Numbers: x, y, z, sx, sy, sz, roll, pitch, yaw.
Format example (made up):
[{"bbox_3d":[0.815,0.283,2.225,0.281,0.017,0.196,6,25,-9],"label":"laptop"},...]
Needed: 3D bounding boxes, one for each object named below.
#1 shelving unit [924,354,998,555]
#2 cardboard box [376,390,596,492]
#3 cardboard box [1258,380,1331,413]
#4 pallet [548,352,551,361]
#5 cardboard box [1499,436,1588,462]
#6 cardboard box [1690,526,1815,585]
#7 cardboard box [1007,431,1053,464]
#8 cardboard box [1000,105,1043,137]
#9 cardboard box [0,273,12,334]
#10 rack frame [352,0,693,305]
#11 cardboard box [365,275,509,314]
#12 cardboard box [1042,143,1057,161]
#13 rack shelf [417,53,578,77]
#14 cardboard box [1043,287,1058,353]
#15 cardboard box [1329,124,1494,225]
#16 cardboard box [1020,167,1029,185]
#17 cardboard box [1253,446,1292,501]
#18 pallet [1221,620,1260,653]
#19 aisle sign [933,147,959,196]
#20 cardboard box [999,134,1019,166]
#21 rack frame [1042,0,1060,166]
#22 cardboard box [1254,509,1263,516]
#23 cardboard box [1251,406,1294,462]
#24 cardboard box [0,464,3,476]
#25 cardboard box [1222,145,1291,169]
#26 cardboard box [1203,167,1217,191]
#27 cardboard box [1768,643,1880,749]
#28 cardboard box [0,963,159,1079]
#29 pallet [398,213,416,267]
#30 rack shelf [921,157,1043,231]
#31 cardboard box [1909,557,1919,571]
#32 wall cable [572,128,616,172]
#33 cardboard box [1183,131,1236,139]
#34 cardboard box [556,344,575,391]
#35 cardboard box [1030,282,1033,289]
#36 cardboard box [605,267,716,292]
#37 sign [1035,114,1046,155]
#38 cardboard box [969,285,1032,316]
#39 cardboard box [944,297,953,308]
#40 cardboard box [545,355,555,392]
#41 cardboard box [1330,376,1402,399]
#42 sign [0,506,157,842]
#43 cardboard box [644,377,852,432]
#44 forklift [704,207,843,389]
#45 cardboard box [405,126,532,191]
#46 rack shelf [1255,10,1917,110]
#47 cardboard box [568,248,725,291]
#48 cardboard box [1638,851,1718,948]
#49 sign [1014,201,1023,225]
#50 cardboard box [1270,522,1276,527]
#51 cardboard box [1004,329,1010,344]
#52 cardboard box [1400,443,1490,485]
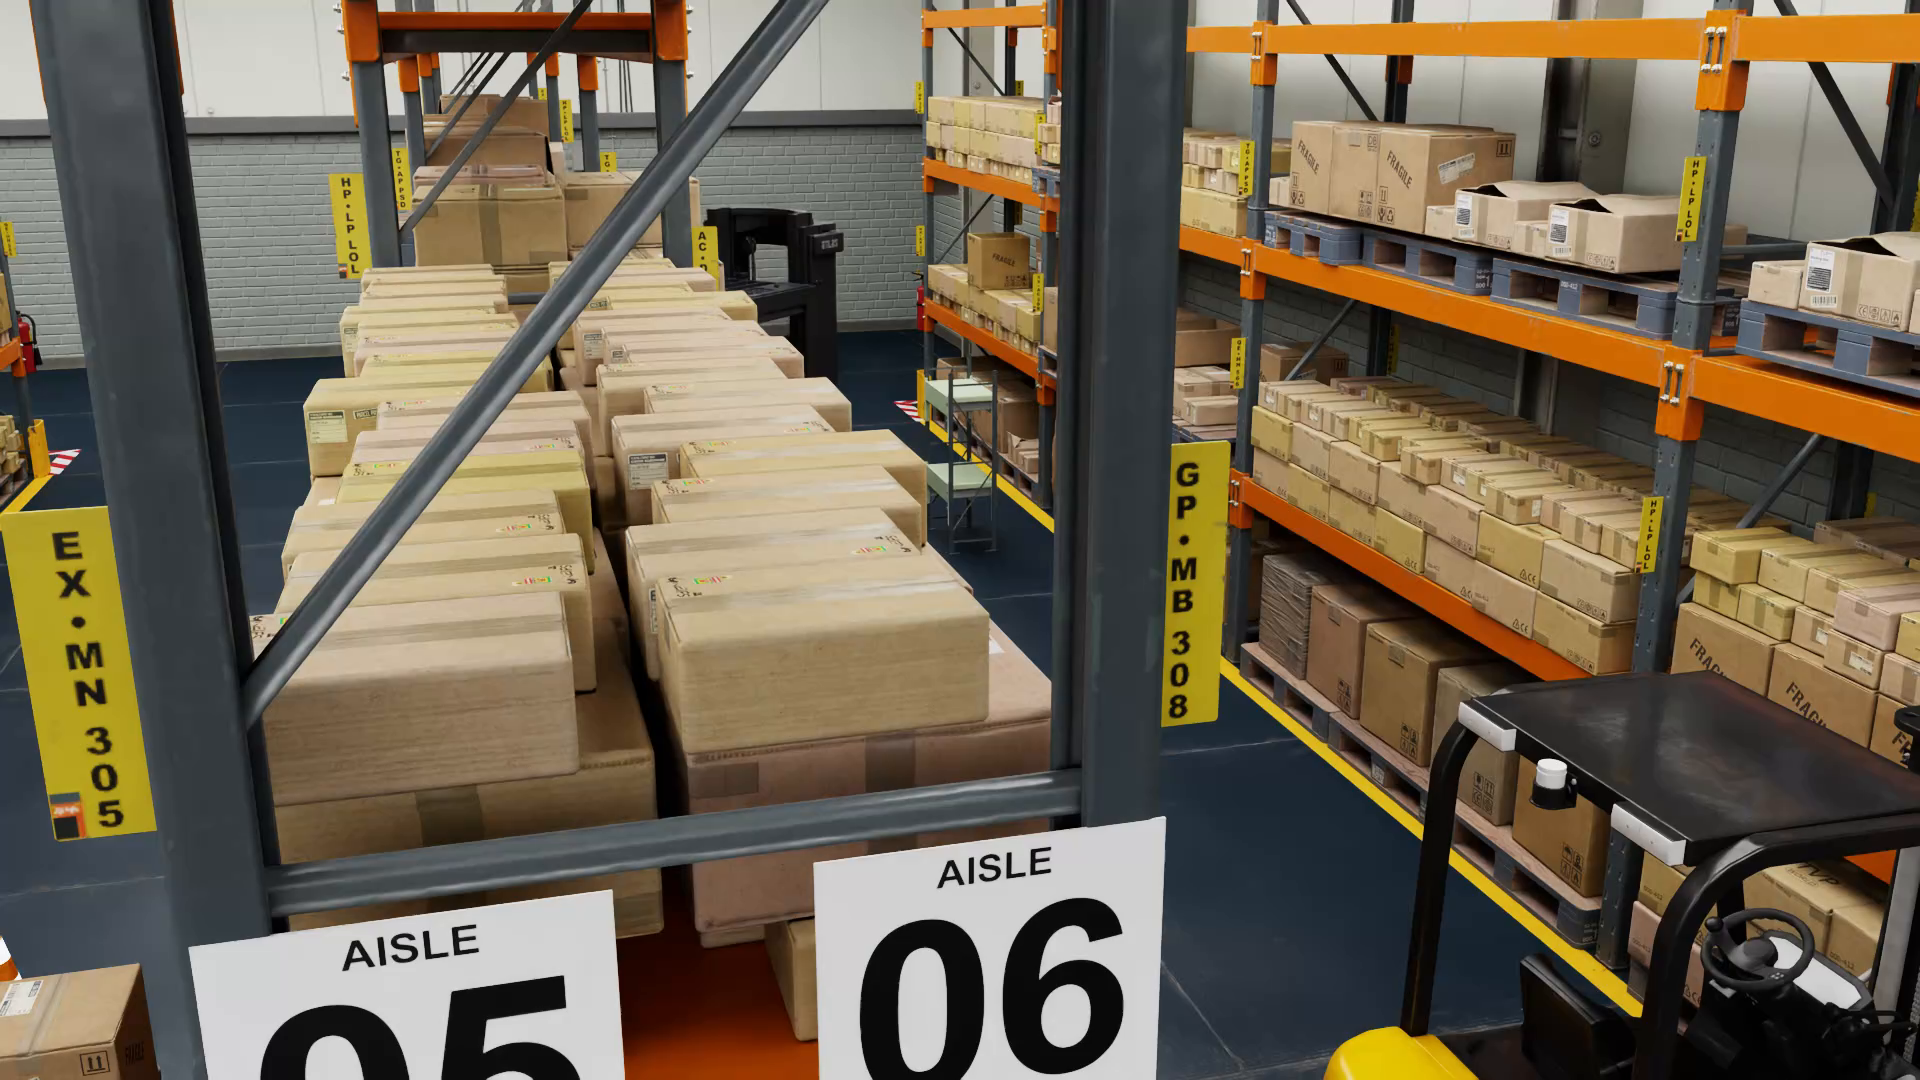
[{"bbox_3d":[0.002,-0.716,13.730,0.431,1.500,0.755,-5,17,-15],"label":"shelving unit"},{"bbox_3d":[-0.904,-0.178,3.168,0.380,0.149,0.250,-5,17,-17],"label":"cardboard box"},{"bbox_3d":[2.099,-0.903,10.442,0.380,0.149,0.250,-4,17,-14],"label":"cardboard box"},{"bbox_3d":[-1.444,-0.682,6.120,1.213,0.211,1.003,-5,17,-15],"label":"pallet"},{"bbox_3d":[3.130,-0.447,8.926,0.380,0.149,0.250,-5,17,-15],"label":"cardboard box"},{"bbox_3d":[3.197,0.061,6.716,0.380,0.149,0.250,-4,17,-14],"label":"cardboard box"},{"bbox_3d":[0.662,-0.884,15.702,0.396,0.266,0.258,-4,17,-13],"label":"cardboard box"},{"bbox_3d":[0.678,-3.769,14.946,0.500,0.250,0.500,-5,17,-16],"label":"cardboard box"},{"bbox_3d":[-9.036,-2.142,15.179,0.500,0.500,0.500,-4,17,-14],"label":"cardboard box"},{"bbox_3d":[-1.377,-2.029,5.065,1.000,3.000,0.127,-5,17,-15],"label":"rack frame"},{"bbox_3d":[-1.505,-0.671,4.810,0.380,0.149,0.250,-4,17,-14],"label":"cardboard box"},{"bbox_3d":[0.895,-3.213,13.754,0.380,0.149,0.250,-4,17,-14],"label":"cardboard box"},{"bbox_3d":[-3.026,-3.153,10.751,1.077,0.370,4.000,-5,17,-15],"label":"rack shelf"},{"bbox_3d":[1.114,-1.860,14.025,0.700,0.500,0.500,-4,17,-14],"label":"cardboard box"},{"bbox_3d":[2.495,-2.038,9.231,0.700,0.500,0.500,-5,17,-16],"label":"cardboard box"},{"bbox_3d":[0.749,-3.223,14.689,0.380,0.149,0.250,-5,17,-15],"label":"cardboard box"},{"bbox_3d":[2.182,-0.442,10.470,0.500,0.250,0.500,-5,17,-15],"label":"cardboard box"},{"bbox_3d":[2.126,0.470,12.020,1.003,0.211,1.213,-5,17,-15],"label":"pallet"},{"bbox_3d":[-0.205,-4.109,17.899,0.394,0.787,0.004,-5,17,-15],"label":"aisle sign"},{"bbox_3d":[0.669,-3.526,15.006,0.500,0.250,0.500,-5,18,-17],"label":"cardboard box"},{"bbox_3d":[1.196,-4.635,13.741,1.000,3.000,0.127,-5,17,-15],"label":"rack frame"},{"bbox_3d":[2.259,-0.277,12.149,0.380,0.149,0.250,-4,17,-15],"label":"cardboard box"},{"bbox_3d":[2.158,-0.679,10.391,0.500,0.250,0.500,-5,17,-15],"label":"cardboard box"},{"bbox_3d":[-8.904,-0.619,15.026,0.380,0.149,0.250,-5,17,-16],"label":"cardboard box"},{"bbox_3d":[1.946,-2.507,10.920,0.380,0.149,0.250,-5,18,-17],"label":"cardboard box"},{"bbox_3d":[1.866,-2.438,11.209,0.380,0.149,0.250,-4,17,-14],"label":"cardboard box"},{"bbox_3d":[3.424,0.689,6.271,0.500,0.500,0.500,-4,17,-14],"label":"cardboard box"},{"bbox_3d":[-3.080,1.828,5.682,0.500,0.500,0.500,-5,17,-15],"label":"cardboard box"},{"bbox_3d":[-2.704,-1.782,9.786,1.213,0.211,1.003,-4,17,-13],"label":"pallet"},{"bbox_3d":[0.646,-3.407,16.118,1.077,0.370,4.000,-5,17,-15],"label":"rack shelf"},{"bbox_3d":[3.887,0.159,6.390,0.380,0.149,0.250,-5,17,-16],"label":"cardboard box"},{"bbox_3d":[-4.887,-4.635,22.402,0.588,1.984,0.122,-5,17,-15],"label":"wall cable"},{"bbox_3d":[1.839,-2.972,12.434,0.380,0.149,0.250,-4,17,-14],"label":"cardboard box"},{"bbox_3d":[-0.857,-0.423,4.674,0.500,0.250,0.500,-5,17,-16],"label":"cardboard box"},{"bbox_3d":[0.894,-2.408,16.499,0.500,0.250,0.500,-5,17,-15],"label":"cardboard box"},{"bbox_3d":[-0.935,-0.718,4.964,0.380,0.149,0.250,-5,17,-17],"label":"cardboard box"},{"bbox_3d":[0.676,-3.401,13.949,0.100,0.325,0.005,-5,17,-15],"label":"sign"},{"bbox_3d":[0.404,-2.373,16.382,0.500,0.250,0.500,-5,17,-17],"label":"cardboard box"},{"bbox_3d":[0.037,-2.569,17.727,0.380,0.149,0.250,-4,17,-14],"label":"cardboard box"},{"bbox_3d":[-1.369,-0.378,4.525,0.500,0.250,0.500,-5,17,-16],"label":"cardboard box"},{"bbox_3d":[2.579,-0.940,10.567,0.380,0.149,0.250,-4,17,-13],"label":"cardboard box"},{"bbox_3d":[-0.817,0.128,1.558,0.100,0.325,0.005,-5,17,-15],"label":"sign"},{"bbox_3d":[-0.424,-0.220,3.305,0.380,0.149,0.250,-4,17,-14],"label":"cardboard box"},{"bbox_3d":[-1.555,-0.680,11.121,1.130,2.935,3.031,10,19,30],"label":"forklift"},{"bbox_3d":[-2.931,-2.207,9.966,0.700,0.500,0.500,-6,18,-18],"label":"cardboard box"},{"bbox_3d":[2.845,-2.440,8.377,1.077,0.370,4.000,-5,17,-15],"label":"rack shelf"},{"bbox_3d":[-1.152,-0.915,6.101,0.500,0.250,0.500,-5,17,-17],"label":"cardboard box"},{"bbox_3d":[3.230,1.485,6.974,0.500,0.250,0.500,-5,17,-16],"label":"cardboard box"},{"bbox_3d":[0.636,-3.613,18.203,0.100,0.325,0.005,-5,17,-15],"label":"sign"},{"bbox_3d":[2.333,0.064,12.139,0.500,0.500,0.500,-5,17,-15],"label":"cardboard box"},{"bbox_3d":[0.632,-1.925,15.583,0.380,0.149,0.250,-4,17,-14],"label":"cardboard box"},{"bbox_3d":[2.560,-0.403,8.779,0.380,0.149,0.250,-5,17,-17],"label":"cardboard box"}]
